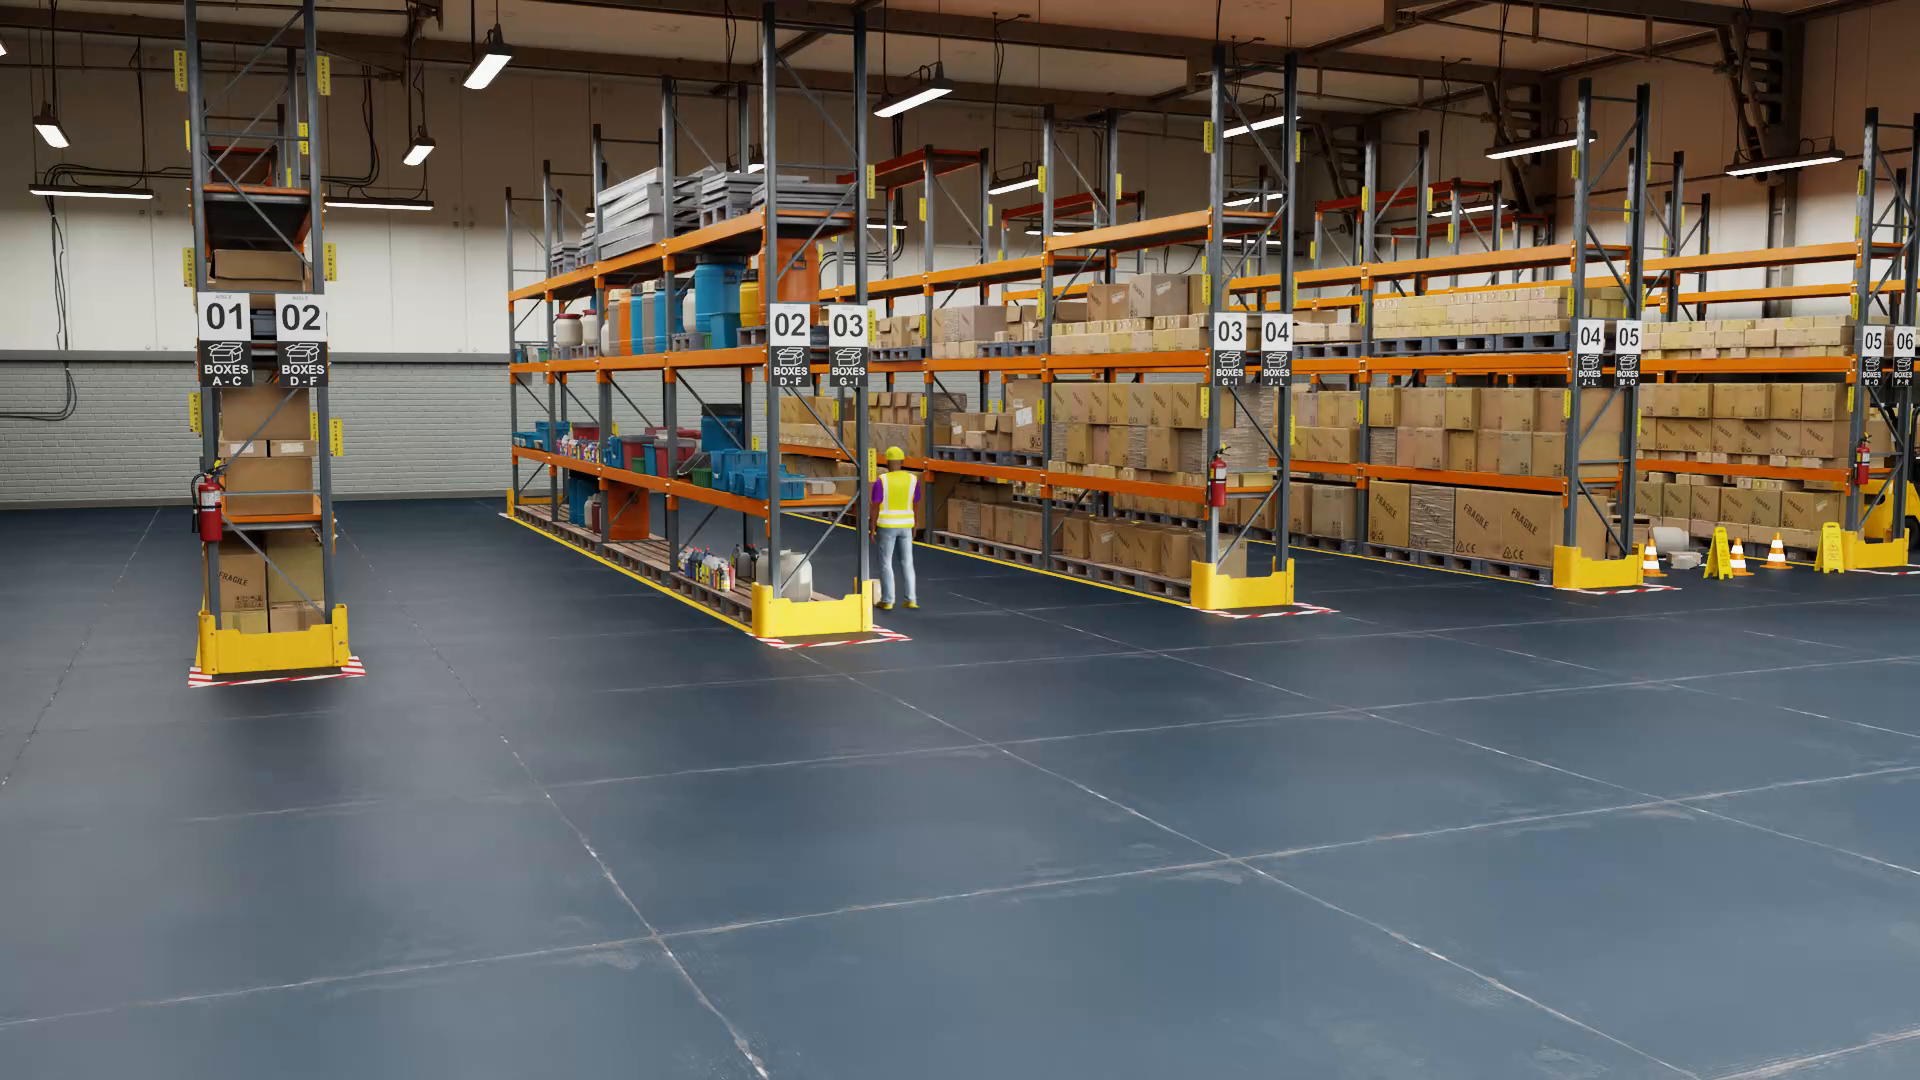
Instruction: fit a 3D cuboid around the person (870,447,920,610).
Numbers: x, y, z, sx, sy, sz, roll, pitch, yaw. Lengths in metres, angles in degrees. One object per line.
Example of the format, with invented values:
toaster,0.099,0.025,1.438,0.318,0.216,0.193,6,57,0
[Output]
person,-0.719,-0.118,18.100,0.563,1.793,0.373,-2,6,-22
